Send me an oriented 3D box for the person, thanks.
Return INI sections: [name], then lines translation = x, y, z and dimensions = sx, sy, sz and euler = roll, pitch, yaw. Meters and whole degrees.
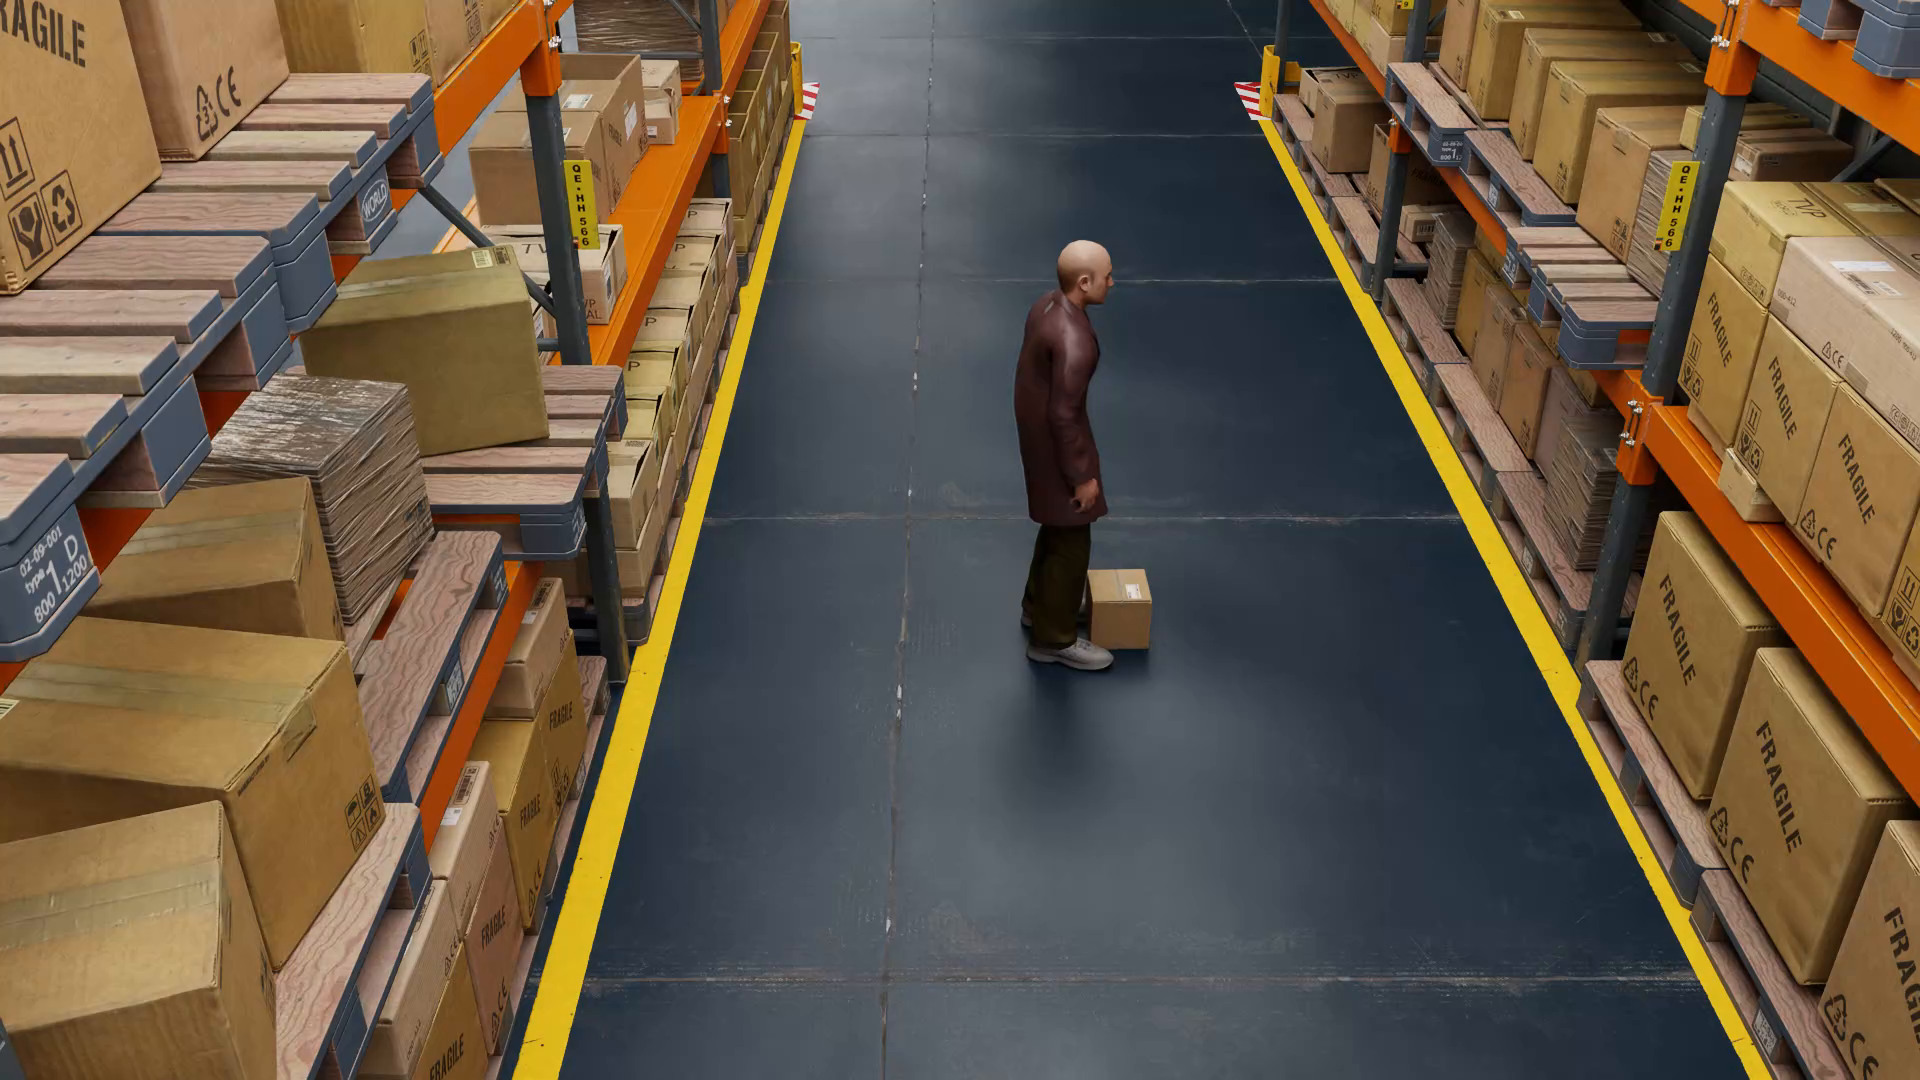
[person]
translation = 0.429, -0.281, 6.791
dimensions = 0.422, 1.590, 0.654
euler = -2, 31, -3
